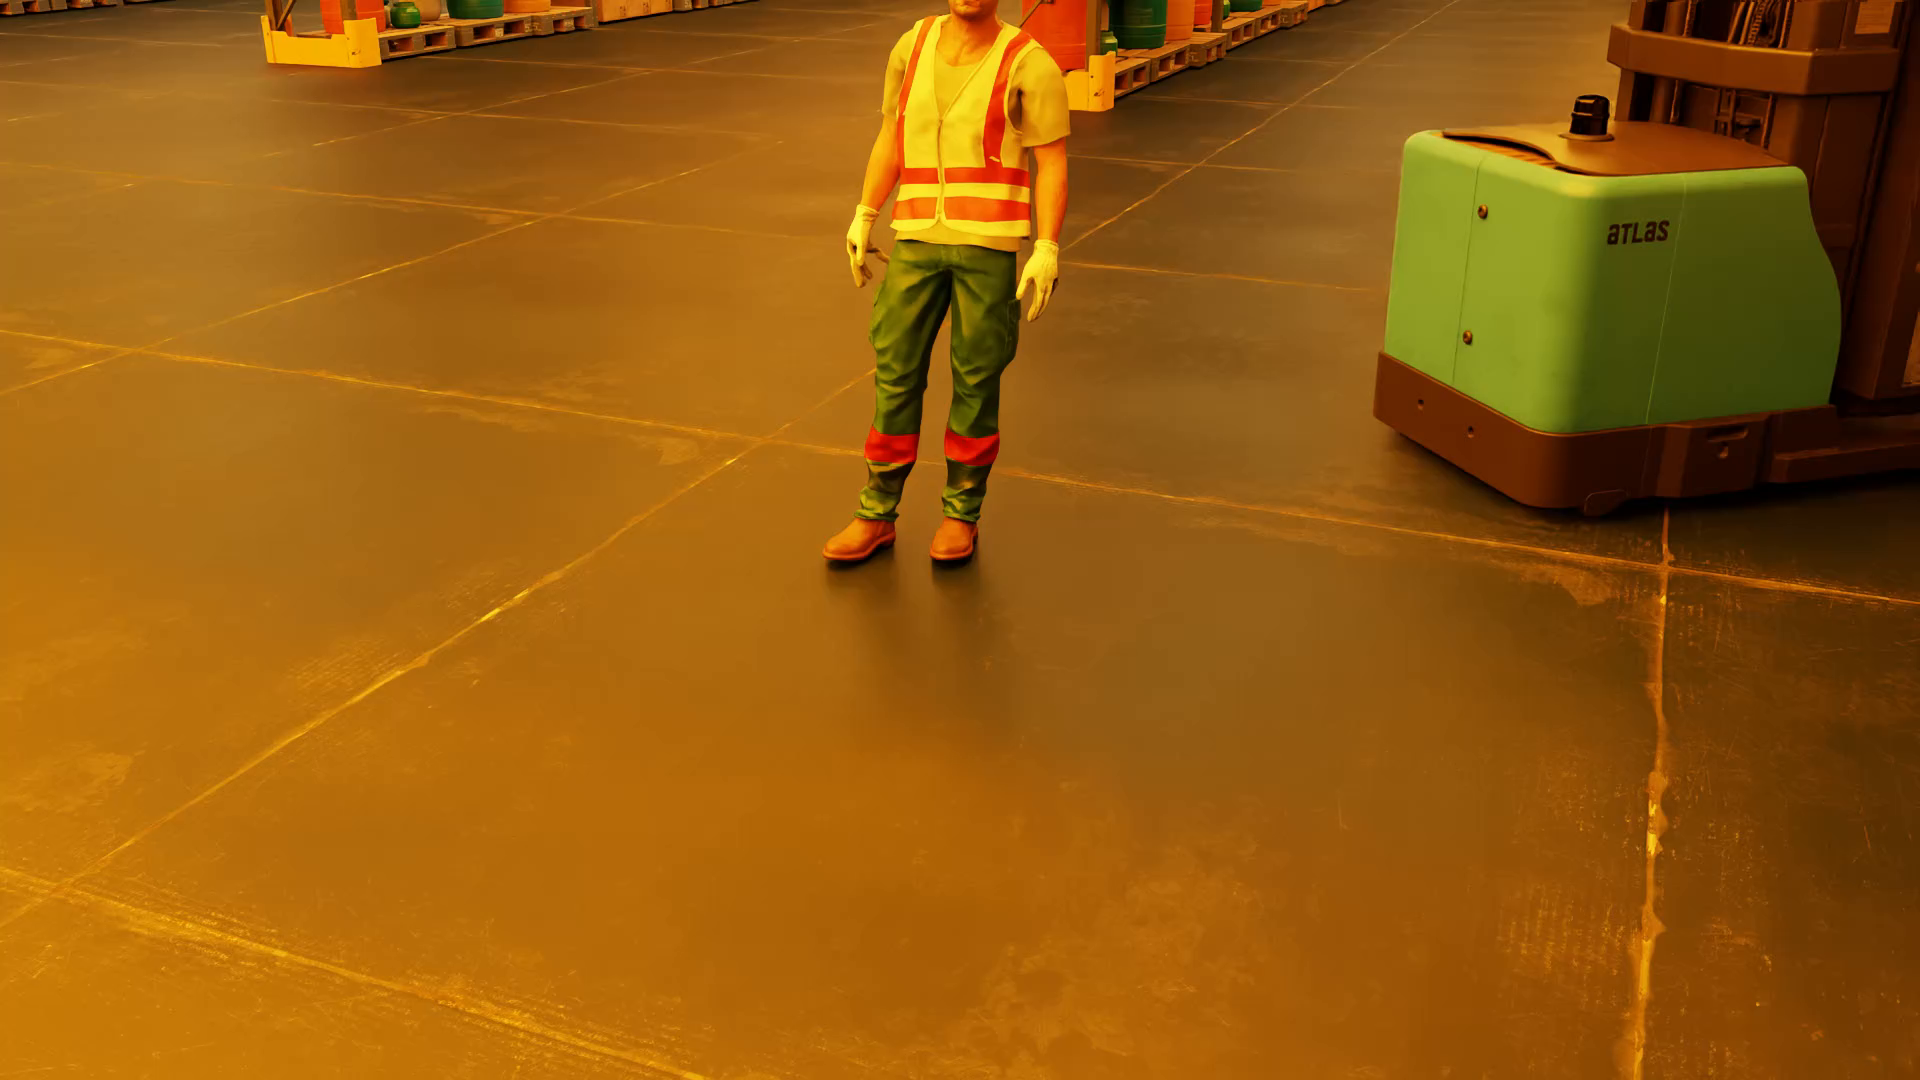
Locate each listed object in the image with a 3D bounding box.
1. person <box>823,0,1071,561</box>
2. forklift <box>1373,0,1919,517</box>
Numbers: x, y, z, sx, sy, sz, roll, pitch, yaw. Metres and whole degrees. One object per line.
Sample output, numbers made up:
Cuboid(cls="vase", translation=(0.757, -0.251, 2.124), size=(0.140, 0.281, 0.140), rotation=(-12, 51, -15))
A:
Cuboid(cls="person", translation=(-0.041, -0.805, 4.681), size=(0.638, 1.787, 0.564), rotation=(9, 24, 21))
Cuboid(cls="forklift", translation=(3.059, -1.737, 5.448), size=(3.031, 2.935, 1.130), rotation=(-7, 24, -16))
